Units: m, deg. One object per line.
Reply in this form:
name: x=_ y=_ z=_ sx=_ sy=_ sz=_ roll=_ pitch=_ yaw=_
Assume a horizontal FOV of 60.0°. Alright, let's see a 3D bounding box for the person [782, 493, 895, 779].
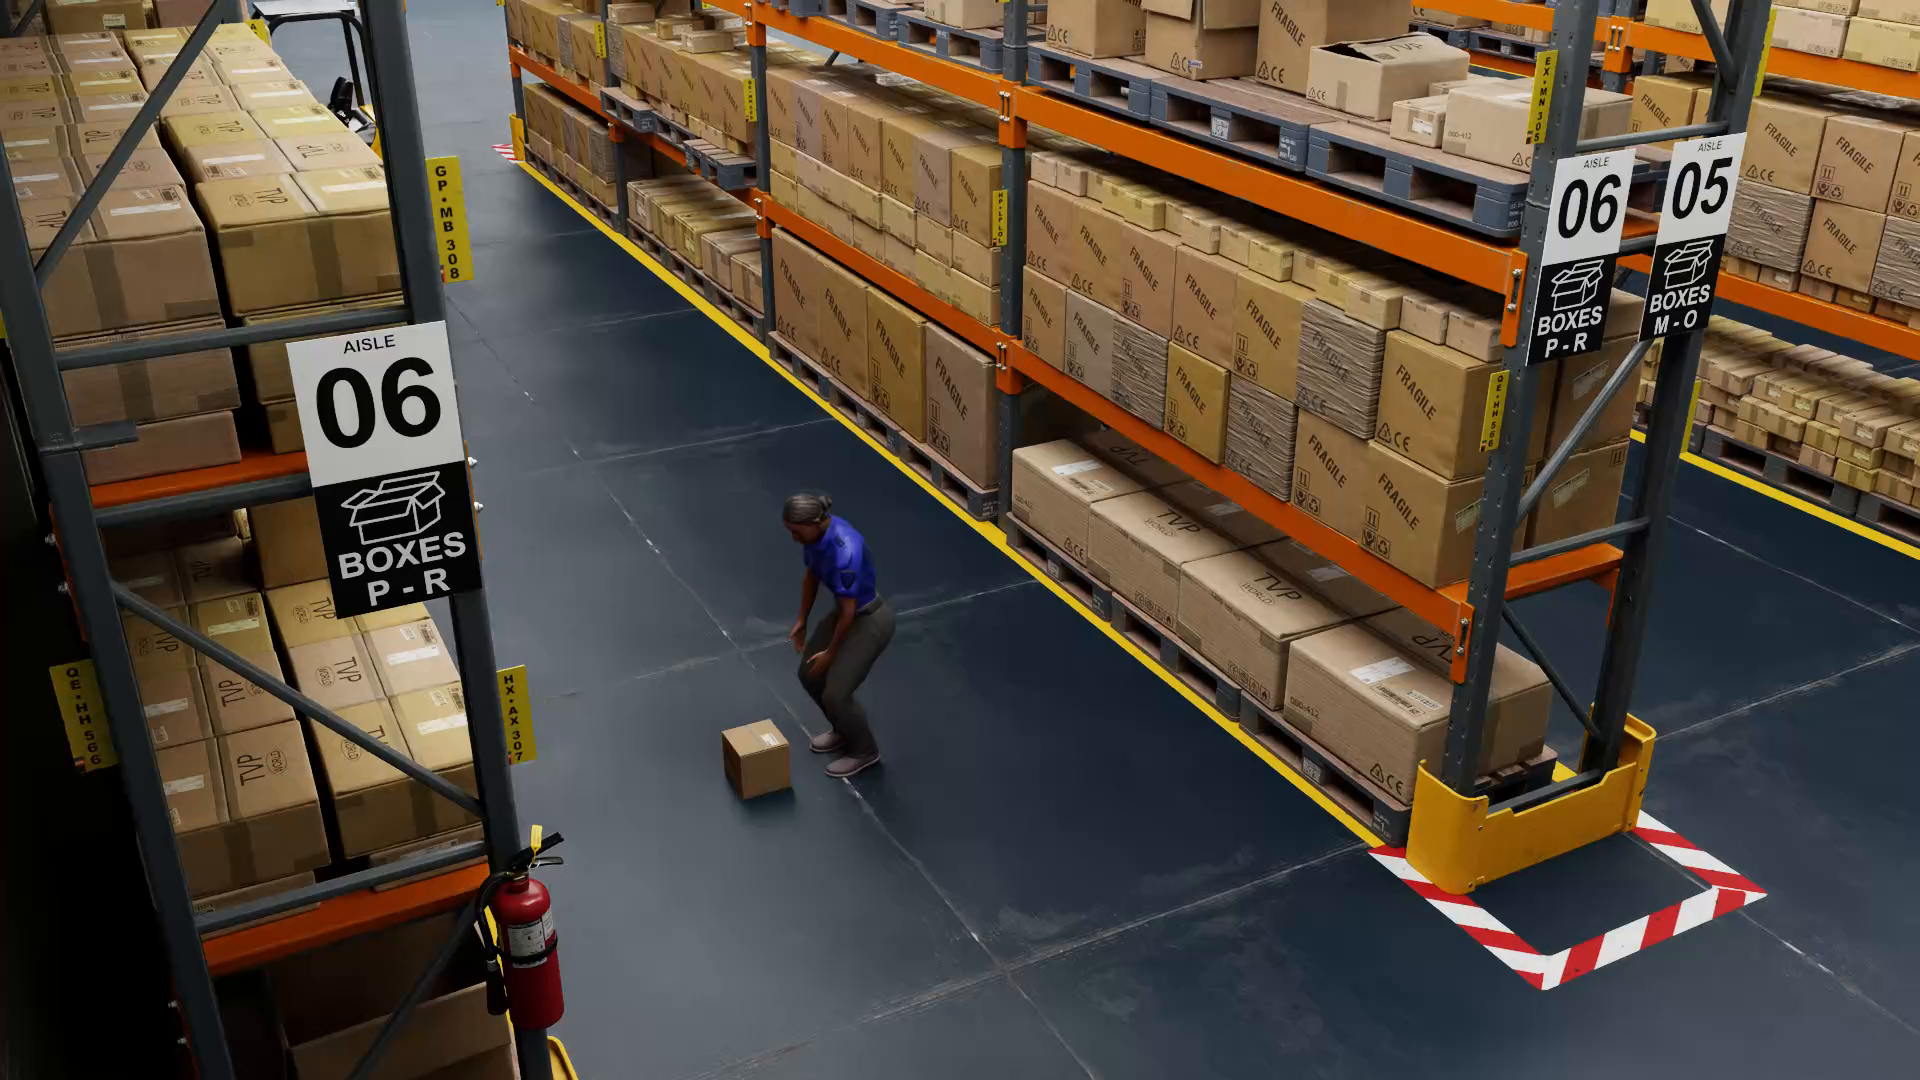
person: x=-0.567 y=0.428 z=7.940 sx=0.535 sy=1.487 sz=0.487 roll=-13 pitch=28 yaw=-24
